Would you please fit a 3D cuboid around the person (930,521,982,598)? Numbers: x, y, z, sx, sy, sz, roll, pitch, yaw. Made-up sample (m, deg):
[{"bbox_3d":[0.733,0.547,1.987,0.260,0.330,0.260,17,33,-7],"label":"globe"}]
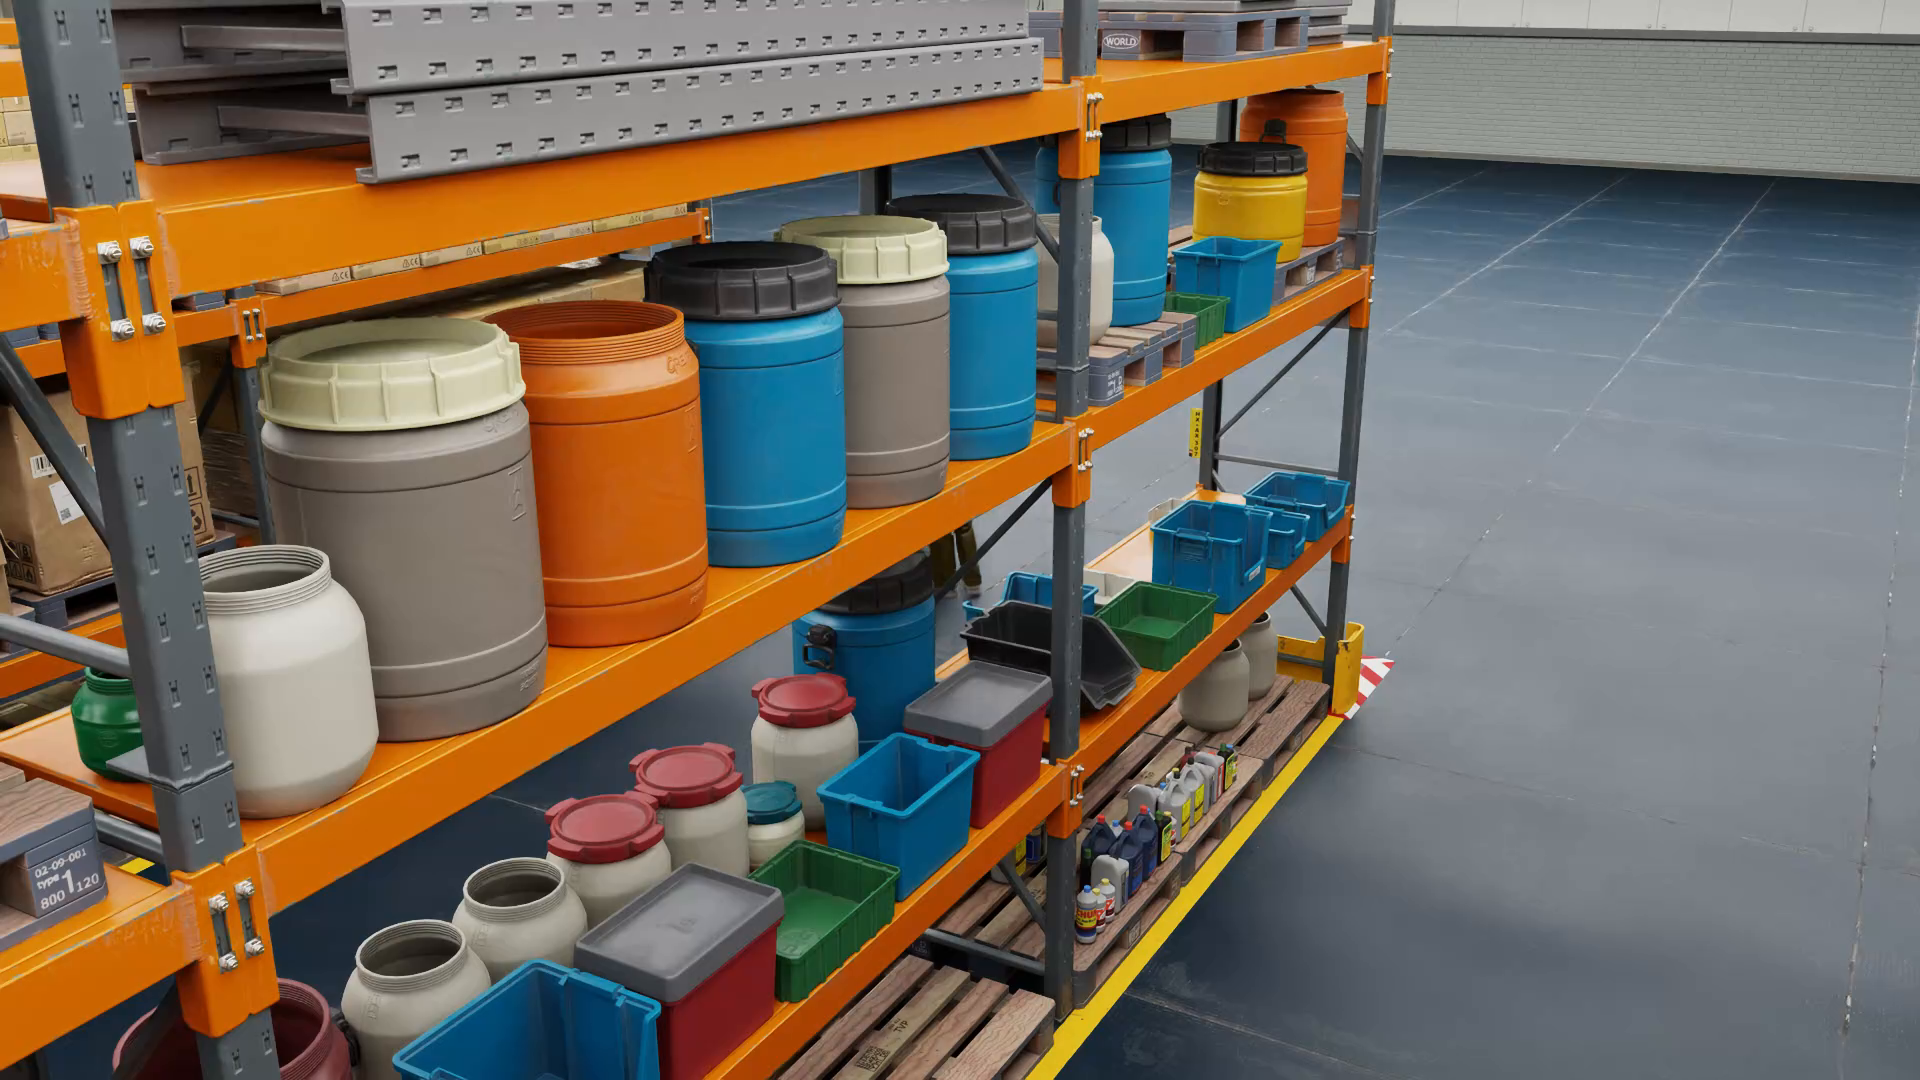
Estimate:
[{"bbox_3d":[-0.066,-0.445,12.341,0.495,1.782,0.643,16,25,38],"label":"person"}]
